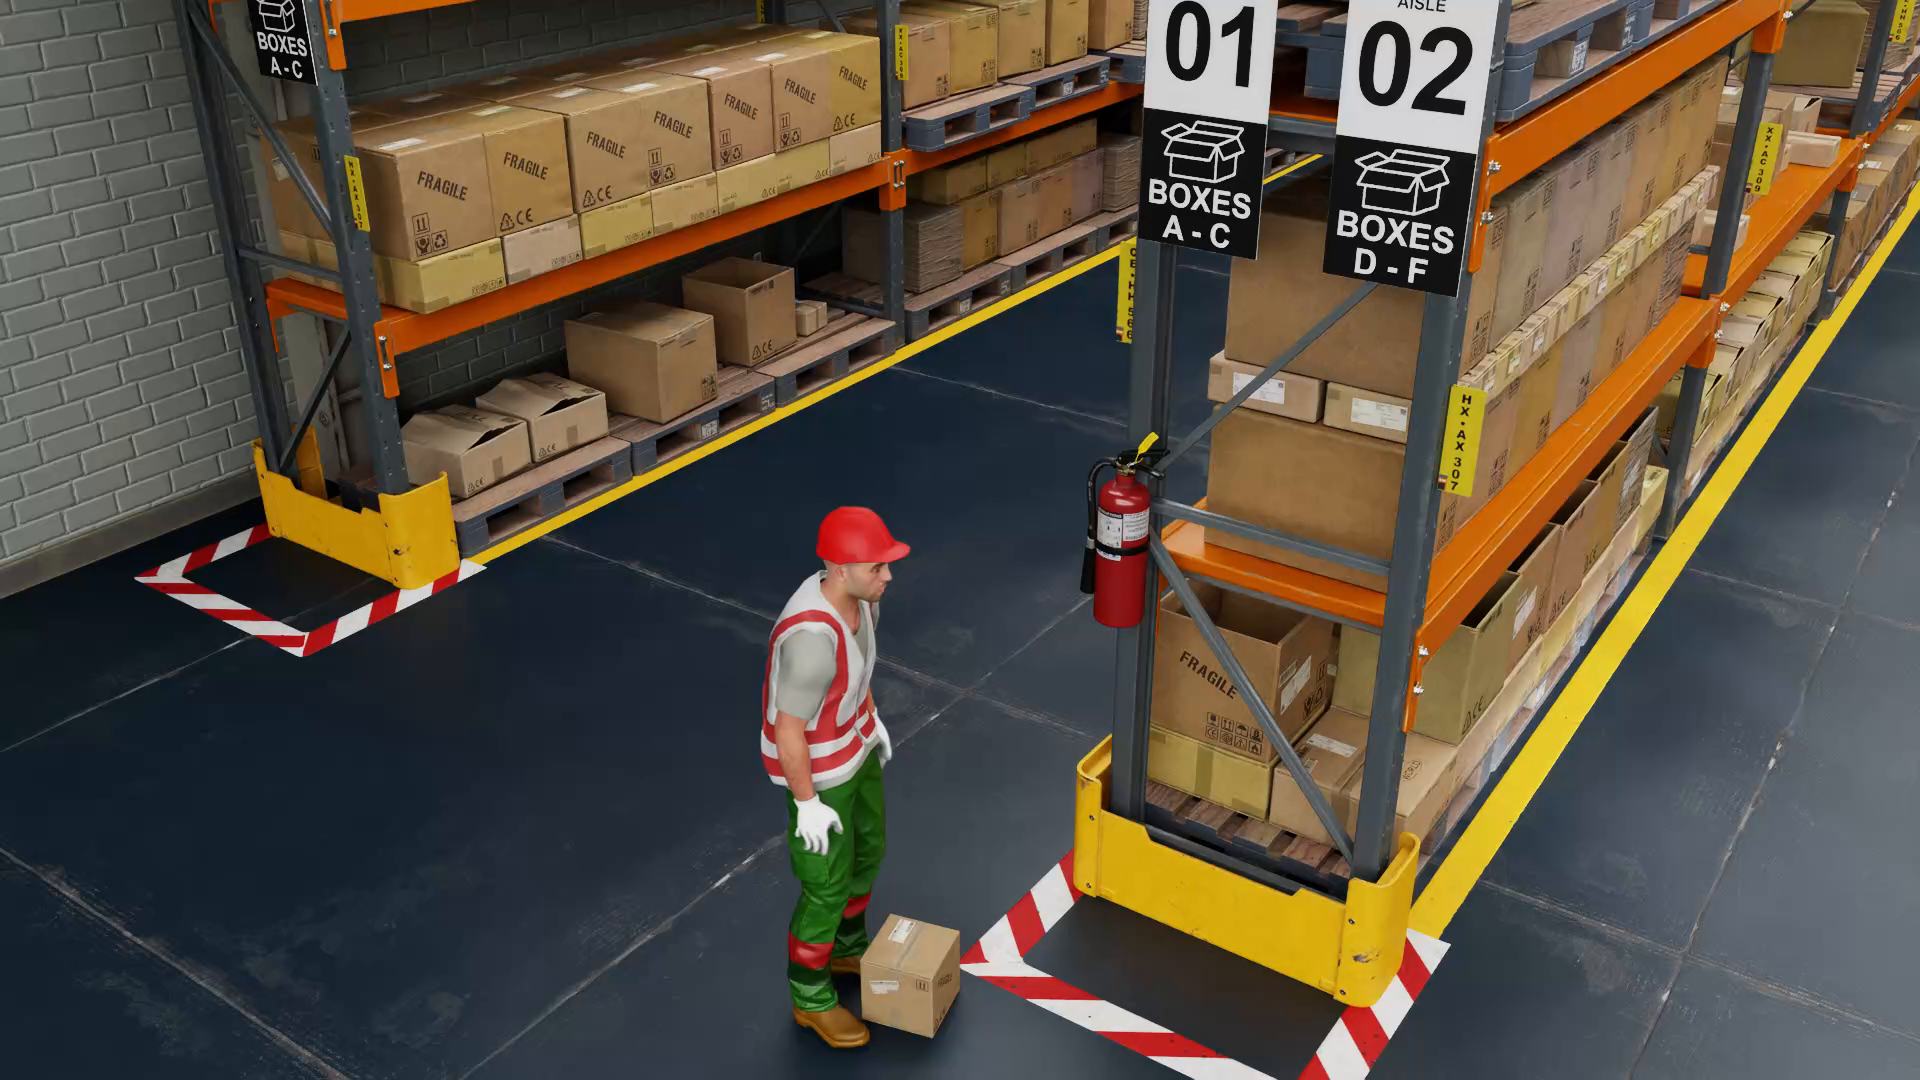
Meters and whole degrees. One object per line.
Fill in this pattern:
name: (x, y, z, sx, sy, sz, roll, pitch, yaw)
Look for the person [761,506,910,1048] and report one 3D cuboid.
person: (-0.372, 0.708, 5.192, 0.452, 1.778, 0.614, 9, 28, 17)
